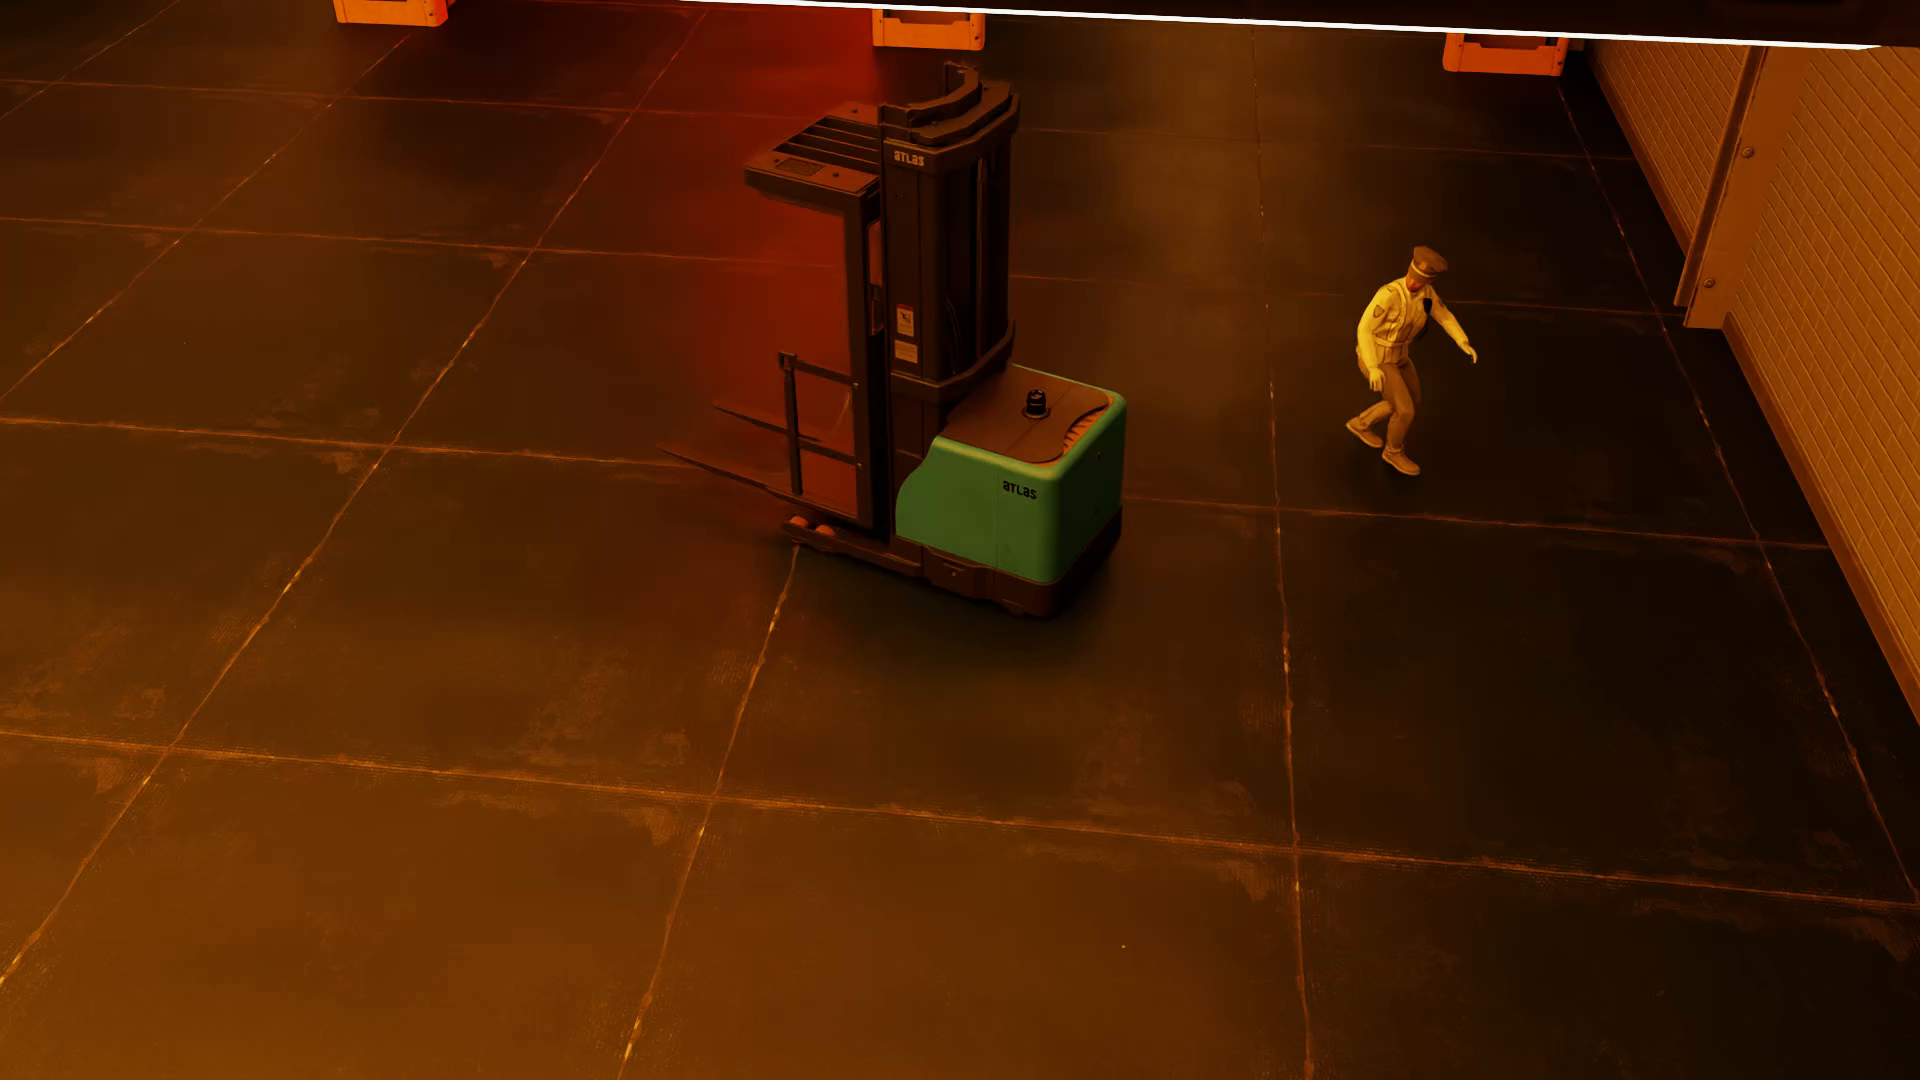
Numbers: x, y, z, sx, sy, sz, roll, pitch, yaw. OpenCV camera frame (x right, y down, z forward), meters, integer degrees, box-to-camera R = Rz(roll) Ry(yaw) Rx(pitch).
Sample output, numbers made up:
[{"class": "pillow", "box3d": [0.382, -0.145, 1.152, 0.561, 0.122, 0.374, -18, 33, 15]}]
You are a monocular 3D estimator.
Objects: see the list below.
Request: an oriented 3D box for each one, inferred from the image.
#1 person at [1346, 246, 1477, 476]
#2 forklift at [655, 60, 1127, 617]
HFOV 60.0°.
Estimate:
[{"class": "person", "box3d": [2.877, -1.125, 10.716, 0.761, 1.561, 0.795, 29, 45, 33]}, {"class": "forklift", "box3d": [-0.532, -1.357, 9.871, 3.031, 2.935, 1.130, 18, 40, 23]}]
